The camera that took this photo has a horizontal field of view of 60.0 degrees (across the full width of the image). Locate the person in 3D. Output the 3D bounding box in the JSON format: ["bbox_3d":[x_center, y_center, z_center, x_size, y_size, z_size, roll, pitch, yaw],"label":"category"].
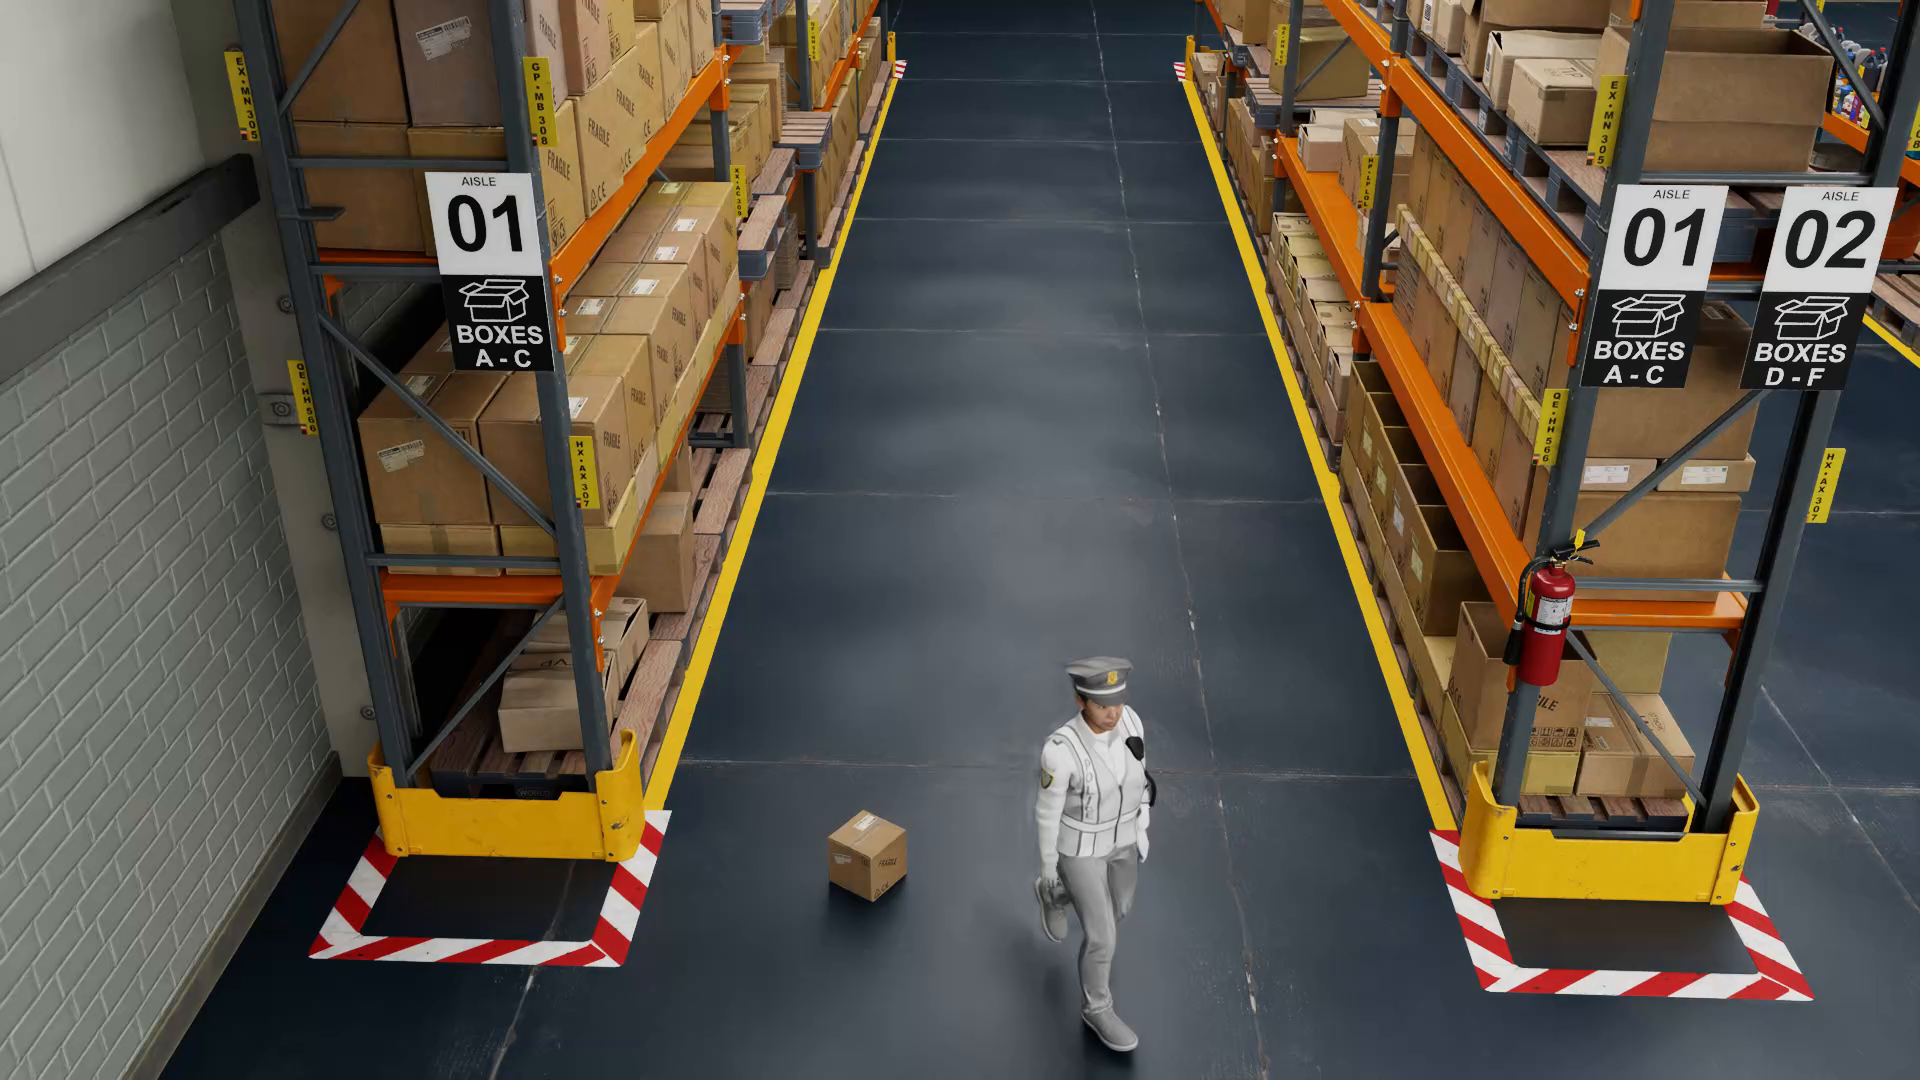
[{"bbox_3d":[0.534,0.790,6.210,0.367,0.828,0.329,-19,34,-32],"label":"person"}]
